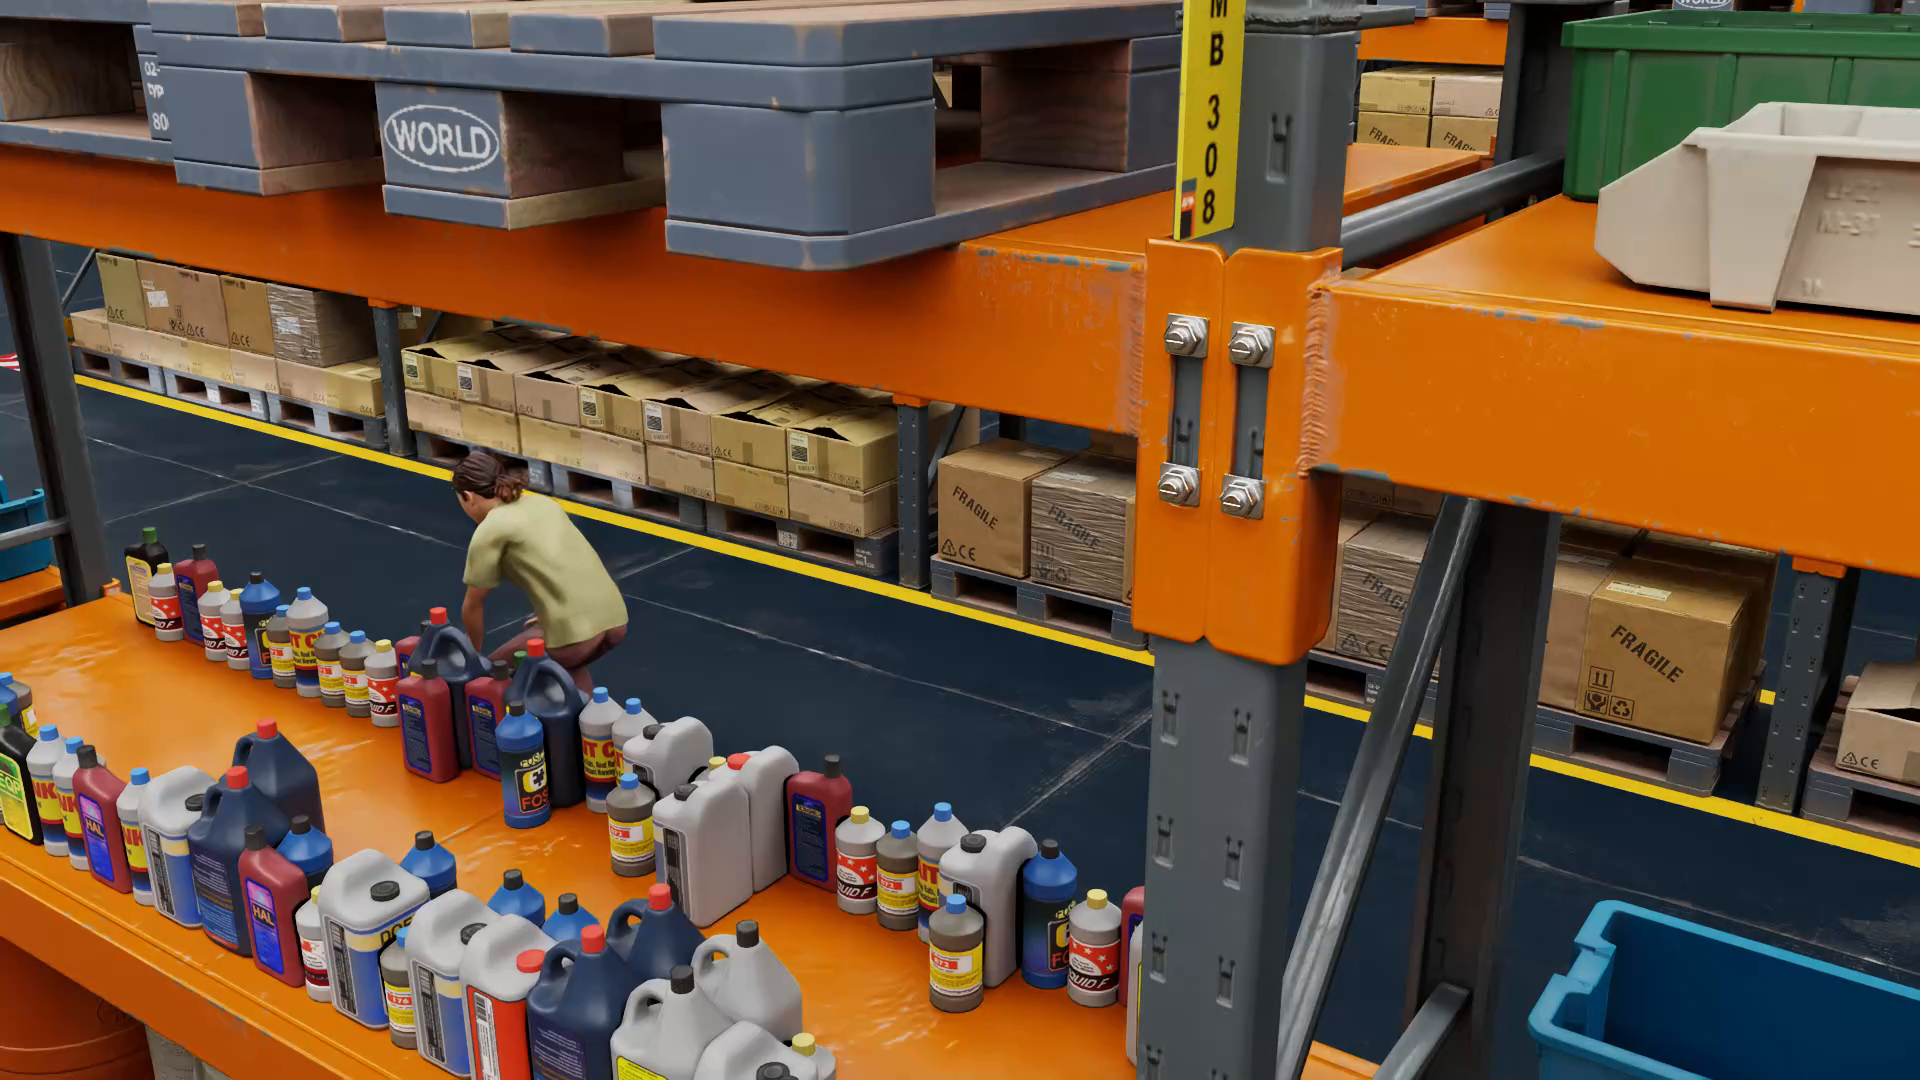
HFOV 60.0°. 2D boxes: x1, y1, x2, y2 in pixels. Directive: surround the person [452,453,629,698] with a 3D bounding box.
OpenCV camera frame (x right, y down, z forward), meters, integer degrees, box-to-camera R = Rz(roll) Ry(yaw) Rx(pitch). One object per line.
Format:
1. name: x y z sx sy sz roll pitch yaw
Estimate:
1. person: -1.596 0.326 6.269 0.693 1.275 0.511 13 24 32
